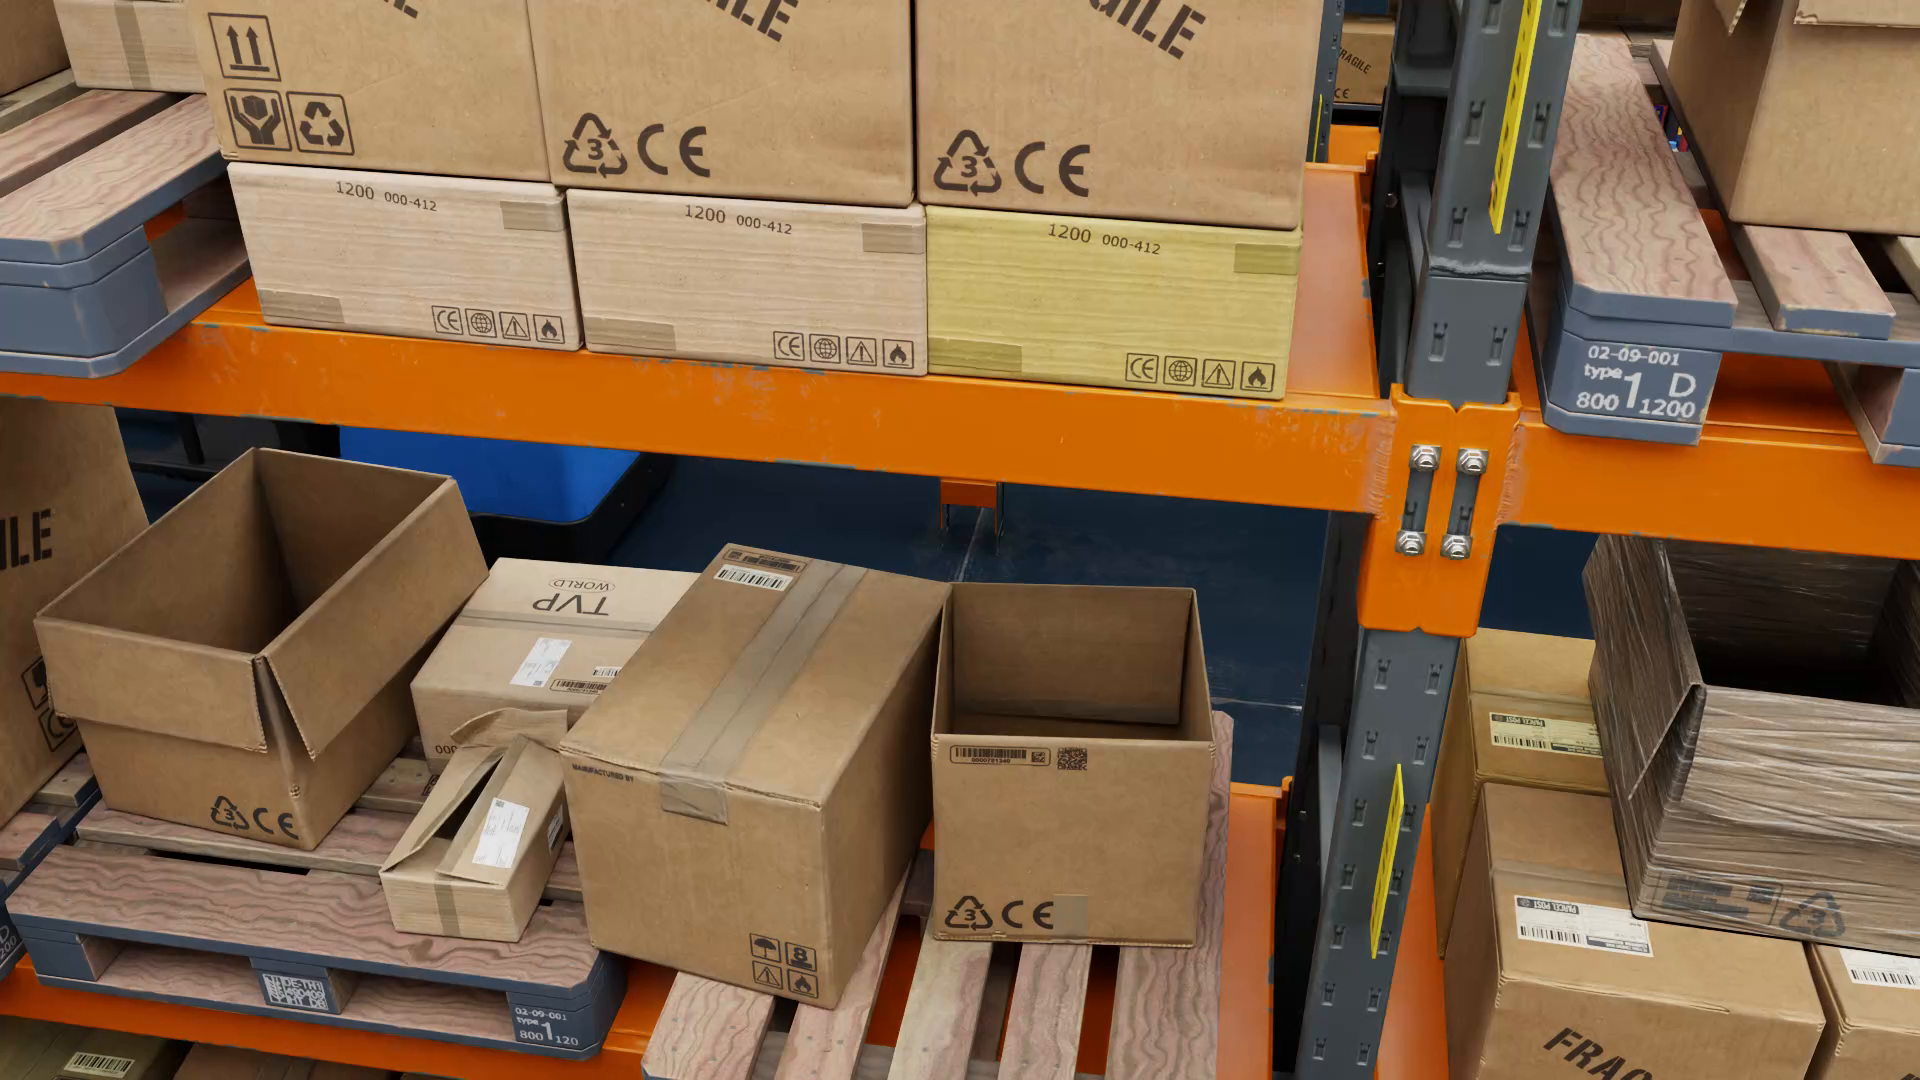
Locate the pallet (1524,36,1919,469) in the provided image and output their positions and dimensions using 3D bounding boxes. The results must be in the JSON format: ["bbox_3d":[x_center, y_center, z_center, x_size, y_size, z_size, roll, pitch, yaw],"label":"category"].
[{"bbox_3d":[1.392,-0.485,2.549,1.003,0.211,1.213,7,33,10],"label":"pallet"}]

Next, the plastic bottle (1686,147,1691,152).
[{"bbox_3d":[3.085,-1.530,6.977,0.133,0.283,0.061,5,32,8],"label":"plastic bottle"}]

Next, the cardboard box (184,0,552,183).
[{"bbox_3d":[-0.757,-0.853,2.394,0.500,0.500,0.500,6,32,9],"label":"cardboard box"}]

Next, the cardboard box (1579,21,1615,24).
[{"bbox_3d":[4.408,-3.580,12.084,0.500,0.500,0.500,4,32,6],"label":"cardboard box"}]

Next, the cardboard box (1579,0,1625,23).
[{"bbox_3d":[4.445,-3.896,11.882,0.500,0.250,0.500,5,32,7],"label":"cardboard box"}]

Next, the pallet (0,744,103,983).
[{"bbox_3d":[-2.466,0.545,3.733,1.213,0.211,1.003,5,32,8],"label":"pallet"}]

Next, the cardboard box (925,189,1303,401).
[{"bbox_3d":[0.238,-0.446,2.449,0.500,0.250,0.500,5,32,8],"label":"cardboard box"}]

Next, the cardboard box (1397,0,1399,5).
[{"bbox_3d":[3.436,-3.986,12.025,0.500,0.250,0.500,6,33,10],"label":"cardboard box"}]

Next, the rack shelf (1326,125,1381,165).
[{"bbox_3d":[3.553,-1.430,7.386,4.000,0.370,1.077,5,32,8],"label":"rack shelf"}]

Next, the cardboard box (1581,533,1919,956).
[{"bbox_3d":[1.466,0.283,2.932,0.637,0.503,0.797,6,33,10],"label":"cardboard box"}]

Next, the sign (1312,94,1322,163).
[{"bbox_3d":[1.496,-1.695,6.977,0.005,0.325,0.100,5,32,8],"label":"sign"}]

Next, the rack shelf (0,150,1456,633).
[{"bbox_3d":[-1.223,-0.469,3.022,4.000,0.370,1.077,5,32,8],"label":"rack shelf"}]

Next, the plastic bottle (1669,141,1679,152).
[{"bbox_3d":[2.974,-1.545,7.012,0.097,0.271,0.097,0,32,0],"label":"plastic bottle"}]

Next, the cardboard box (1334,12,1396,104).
[{"bbox_3d":[2.819,-3.441,11.862,0.500,0.500,0.500,7,33,10],"label":"cardboard box"}]

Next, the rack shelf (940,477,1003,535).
[{"bbox_3d":[0.053,-0.196,7.117,0.240,0.259,0.215,5,32,8],"label":"rack shelf"}]

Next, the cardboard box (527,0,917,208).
[{"bbox_3d":[-0.271,-0.801,2.310,0.500,0.500,0.500,5,32,8],"label":"cardboard box"}]

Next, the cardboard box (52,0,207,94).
[{"bbox_3d":[-1.330,-0.916,2.883,0.250,0.166,0.380,4,32,7],"label":"cardboard box"}]

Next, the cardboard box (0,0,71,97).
[{"bbox_3d":[-1.819,-0.996,2.694,0.637,0.503,0.797,6,33,10],"label":"cardboard box"}]

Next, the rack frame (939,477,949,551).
[{"bbox_3d":[-0.068,-0.451,6.981,0.008,1.050,0.200,5,32,8],"label":"rack frame"}]

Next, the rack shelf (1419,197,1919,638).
[{"bbox_3d":[2.720,-0.112,2.452,4.000,0.370,1.077,5,32,8],"label":"rack shelf"}]

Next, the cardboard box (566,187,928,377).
[{"bbox_3d":[-0.253,-0.483,2.508,0.500,0.250,0.500,5,32,8],"label":"cardboard box"}]

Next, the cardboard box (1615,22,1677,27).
[{"bbox_3d":[4.907,-3.535,12.012,0.500,0.500,0.500,6,32,9],"label":"cardboard box"}]

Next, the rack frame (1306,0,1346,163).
[{"bbox_3d":[1.582,-1.914,7.481,0.127,3.000,1.000,5,32,8],"label":"rack frame"}]

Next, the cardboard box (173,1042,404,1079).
[{"bbox_3d":[-1.575,1.361,4.190,0.500,0.500,0.700,3,32,4],"label":"cardboard box"}]

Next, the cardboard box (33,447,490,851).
[{"bbox_3d":[-1.470,0.204,3.604,0.637,0.503,0.797,8,33,13],"label":"cardboard box"}]

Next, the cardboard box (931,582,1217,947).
[{"bbox_3d":[0.209,0.429,3.248,0.500,0.500,0.500,1,32,2],"label":"cardboard box"}]

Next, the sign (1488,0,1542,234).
[{"bbox_3d":[0.655,-0.531,1.956,0.005,0.325,0.100,5,32,8],"label":"sign"}]

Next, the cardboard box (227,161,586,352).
[{"bbox_3d":[-0.748,-0.529,2.582,0.500,0.250,0.500,6,33,10],"label":"cardboard box"}]

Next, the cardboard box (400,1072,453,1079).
[{"bbox_3d":[-1.025,1.410,4.111,0.500,0.500,0.700,8,33,12],"label":"cardboard box"}]

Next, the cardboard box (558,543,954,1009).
[{"bbox_3d":[-0.358,0.431,3.244,0.500,0.500,0.700,10,33,15],"label":"cardboard box"}]

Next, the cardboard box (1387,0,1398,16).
[{"bbox_3d":[3.380,-3.670,12.228,0.500,0.500,0.500,6,33,10],"label":"cardboard box"}]

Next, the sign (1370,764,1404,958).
[{"bbox_3d":[0.666,0.504,2.601,0.005,0.325,0.100,5,32,8],"label":"sign"}]

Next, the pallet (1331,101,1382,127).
[{"bbox_3d":[3.148,-3.236,12.221,1.213,0.211,1.003,5,32,8],"label":"pallet"}]

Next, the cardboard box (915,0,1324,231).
[{"bbox_3d":[0.236,-0.761,2.246,0.500,0.500,0.500,6,33,9],"label":"cardboard box"}]

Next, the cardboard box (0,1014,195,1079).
[{"bbox_3d":[-2.126,1.311,4.270,0.500,0.500,0.700,5,32,8],"label":"cardboard box"}]

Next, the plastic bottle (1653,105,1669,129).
[{"bbox_3d":[3.179,-1.949,7.647,0.133,0.283,0.061,5,32,8],"label":"plastic bottle"}]

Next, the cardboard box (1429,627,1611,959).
[{"bbox_3d":[1.276,0.549,3.452,0.500,0.500,0.500,6,33,10],"label":"cardboard box"}]

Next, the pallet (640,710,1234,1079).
[{"bbox_3d":[0.028,0.750,3.406,1.003,0.211,1.213,5,32,8],"label":"pallet"}]

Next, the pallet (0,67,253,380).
[{"bbox_3d":[-1.581,-0.671,2.844,1.003,0.211,1.213,5,32,8],"label":"pallet"}]

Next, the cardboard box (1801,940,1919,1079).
[{"bbox_3d":[1.690,0.865,2.947,0.500,0.500,0.500,4,32,7],"label":"cardboard box"}]

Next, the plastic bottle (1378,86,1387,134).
[{"bbox_3d":[2.052,-2.052,7.810,0.133,0.283,0.061,5,32,8],"label":"plastic bottle"}]

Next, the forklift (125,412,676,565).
[{"bbox_3d":[-2.882,-1.487,6.864,3.031,2.935,1.130,7,33,11],"label":"forklift"}]

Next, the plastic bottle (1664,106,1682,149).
[{"bbox_3d":[3.329,-1.942,7.572,0.185,0.351,0.144,5,32,8],"label":"plastic bottle"}]

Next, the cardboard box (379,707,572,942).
[{"bbox_3d":[-0.941,0.548,3.279,0.258,0.266,0.396,4,32,7],"label":"cardboard box"}]

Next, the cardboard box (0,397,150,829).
[{"bbox_3d":[-2.435,0.031,3.412,1.000,1.000,1.000,5,32,9],"label":"cardboard box"}]

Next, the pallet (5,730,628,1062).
[{"bbox_3d":[-1.210,0.602,3.641,1.213,0.211,1.003,5,32,8],"label":"pallet"}]

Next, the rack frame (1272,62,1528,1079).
[{"bbox_3d":[0.748,0.676,3.342,0.127,3.000,1.000,5,32,8],"label":"rack frame"}]

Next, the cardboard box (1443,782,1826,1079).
[{"bbox_3d":[1.182,0.820,3.019,0.500,0.500,0.500,6,33,10],"label":"cardboard box"}]

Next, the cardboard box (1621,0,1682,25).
[{"bbox_3d":[4.940,-3.852,11.811,0.500,0.250,0.500,5,32,8],"label":"cardboard box"}]

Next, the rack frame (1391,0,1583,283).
[{"bbox_3d":[0.748,-1.866,1.750,0.127,3.000,1.000,5,32,8],"label":"rack frame"}]

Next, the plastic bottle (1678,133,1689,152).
[{"bbox_3d":[3.337,-1.858,7.501,0.133,0.283,0.061,5,32,8],"label":"plastic bottle"}]

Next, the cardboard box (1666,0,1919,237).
[{"bbox_3d":[1.362,-0.800,2.381,0.637,0.503,0.797,7,33,11],"label":"cardboard box"}]

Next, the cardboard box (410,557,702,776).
[{"bbox_3d":[-0.865,0.292,3.702,0.500,0.250,0.500,4,32,7],"label":"cardboard box"}]

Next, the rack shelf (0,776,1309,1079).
[{"bbox_3d":[-1.223,0.803,3.818,4.000,0.370,1.077,5,32,8],"label":"rack shelf"}]

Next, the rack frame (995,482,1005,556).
[{"bbox_3d":[0.173,-0.429,6.946,0.008,1.050,0.200,5,32,8],"label":"rack frame"}]

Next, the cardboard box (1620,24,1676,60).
[{"bbox_3d":[4.847,-3.262,11.575,0.500,0.500,0.500,6,32,9],"label":"cardboard box"}]

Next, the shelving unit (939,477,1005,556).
[{"bbox_3d":[0.053,-0.440,6.964,0.252,1.050,0.215,5,32,8],"label":"shelving unit"}]

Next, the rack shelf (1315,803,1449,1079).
[{"bbox_3d":[2.720,1.160,3.248,4.000,0.370,1.077,5,32,8],"label":"rack shelf"}]

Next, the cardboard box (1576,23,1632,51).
[{"bbox_3d":[4.345,-3.306,11.646,0.500,0.500,0.500,4,32,7],"label":"cardboard box"}]
